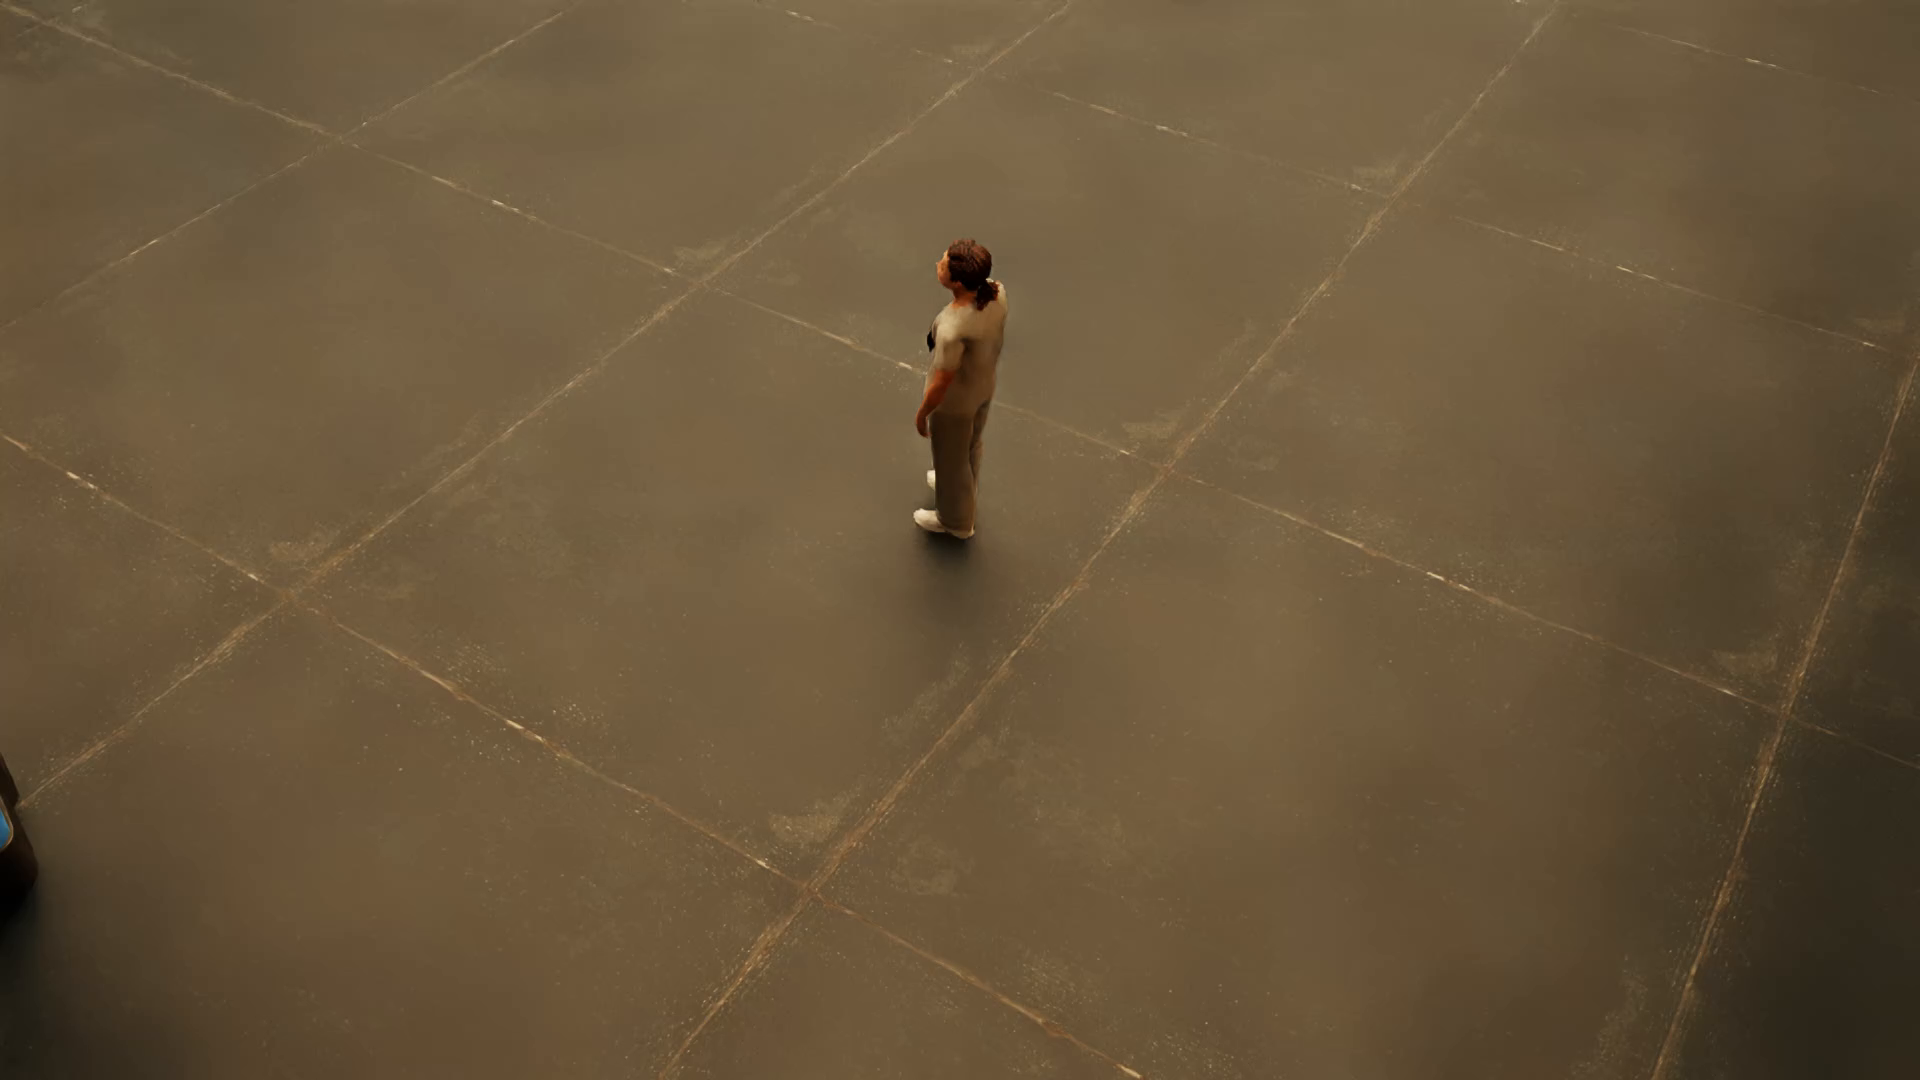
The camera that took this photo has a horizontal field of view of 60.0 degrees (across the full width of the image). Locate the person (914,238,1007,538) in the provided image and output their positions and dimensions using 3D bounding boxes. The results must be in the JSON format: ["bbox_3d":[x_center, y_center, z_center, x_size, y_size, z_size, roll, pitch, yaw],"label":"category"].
[{"bbox_3d":[-0.054,-0.677,7.407,0.549,1.673,0.550,24,48,23],"label":"person"}]

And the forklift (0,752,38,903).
[{"bbox_3d":[-4.899,-0.293,6.157,1.130,2.935,3.031,-28,50,-26],"label":"forklift"}]
